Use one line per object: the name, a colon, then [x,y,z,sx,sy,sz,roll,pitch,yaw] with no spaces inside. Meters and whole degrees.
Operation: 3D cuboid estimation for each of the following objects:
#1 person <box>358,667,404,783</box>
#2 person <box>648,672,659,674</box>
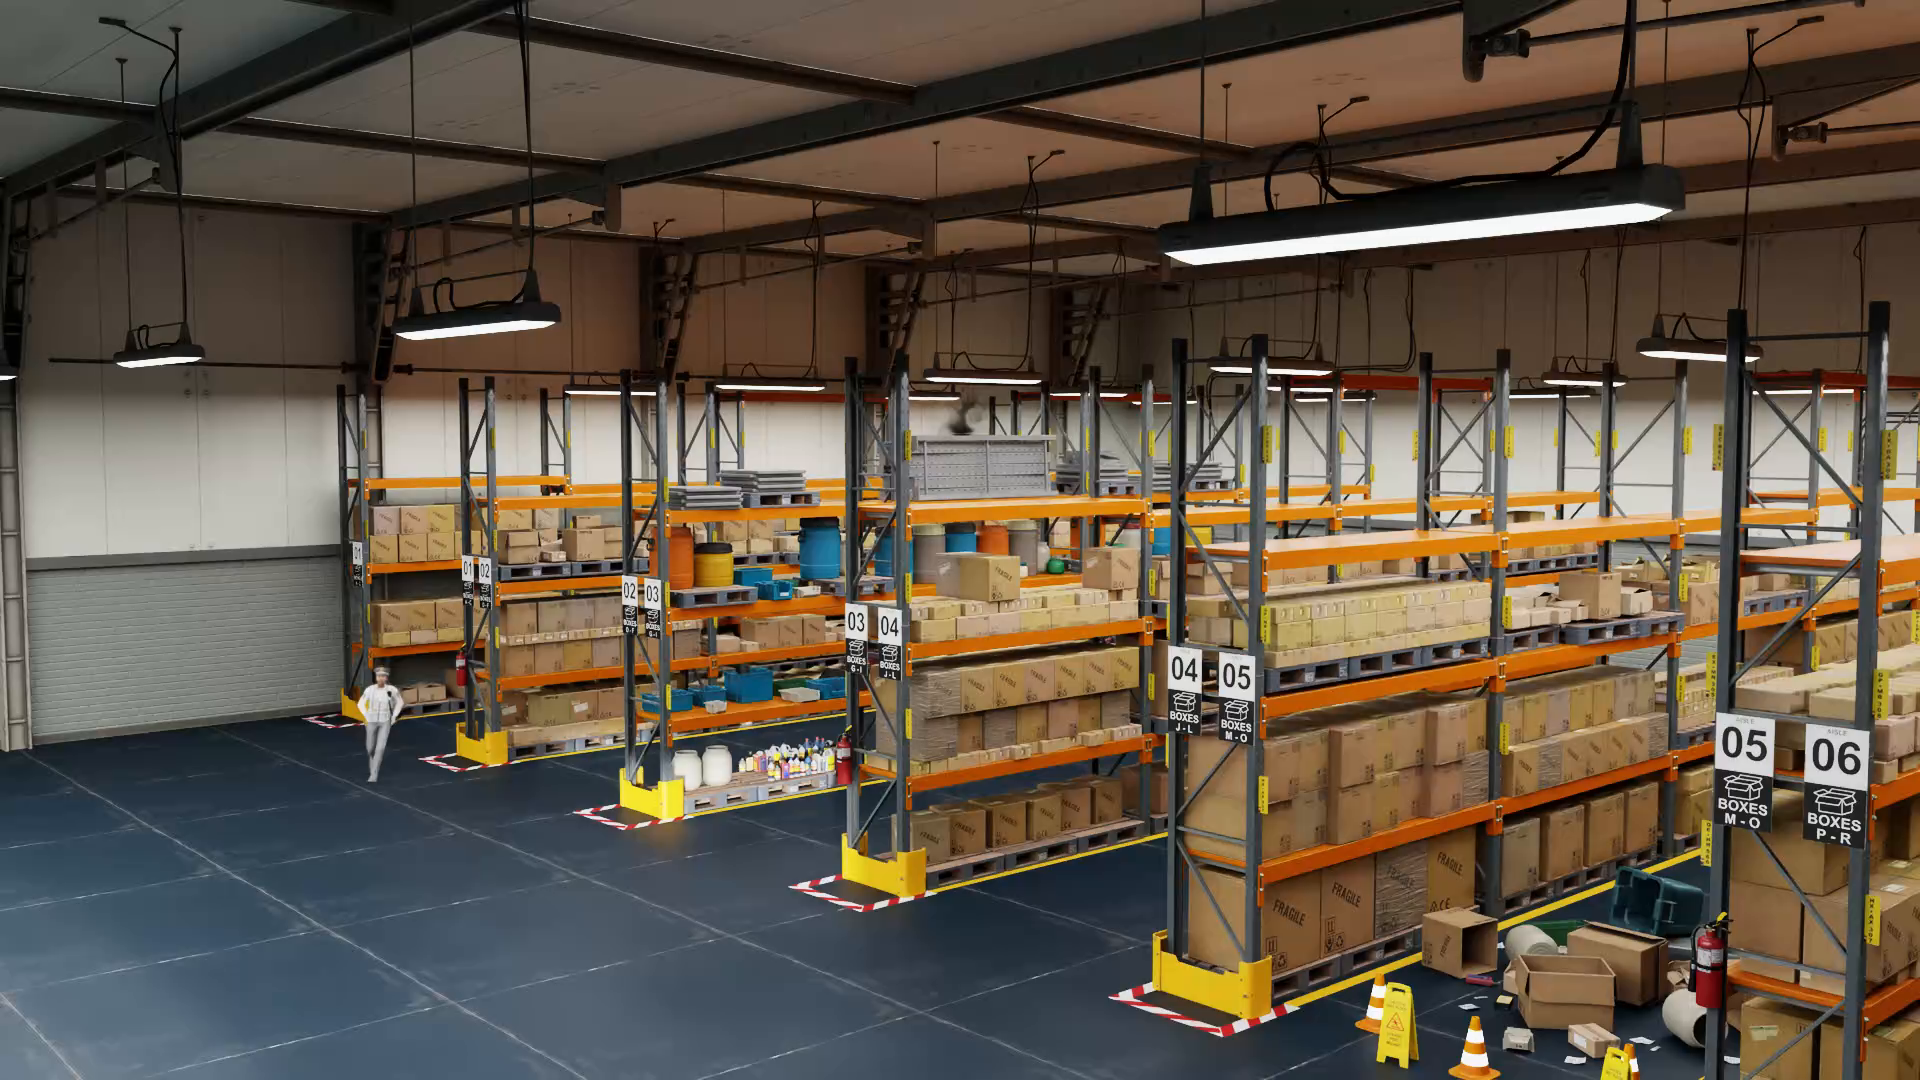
person: [-8.622,2.710,24.752,0.641,1.676,0.796,-1,4,-12]
person: [-5.611,2.253,30.897,0.635,1.736,0.651,3,5,37]
